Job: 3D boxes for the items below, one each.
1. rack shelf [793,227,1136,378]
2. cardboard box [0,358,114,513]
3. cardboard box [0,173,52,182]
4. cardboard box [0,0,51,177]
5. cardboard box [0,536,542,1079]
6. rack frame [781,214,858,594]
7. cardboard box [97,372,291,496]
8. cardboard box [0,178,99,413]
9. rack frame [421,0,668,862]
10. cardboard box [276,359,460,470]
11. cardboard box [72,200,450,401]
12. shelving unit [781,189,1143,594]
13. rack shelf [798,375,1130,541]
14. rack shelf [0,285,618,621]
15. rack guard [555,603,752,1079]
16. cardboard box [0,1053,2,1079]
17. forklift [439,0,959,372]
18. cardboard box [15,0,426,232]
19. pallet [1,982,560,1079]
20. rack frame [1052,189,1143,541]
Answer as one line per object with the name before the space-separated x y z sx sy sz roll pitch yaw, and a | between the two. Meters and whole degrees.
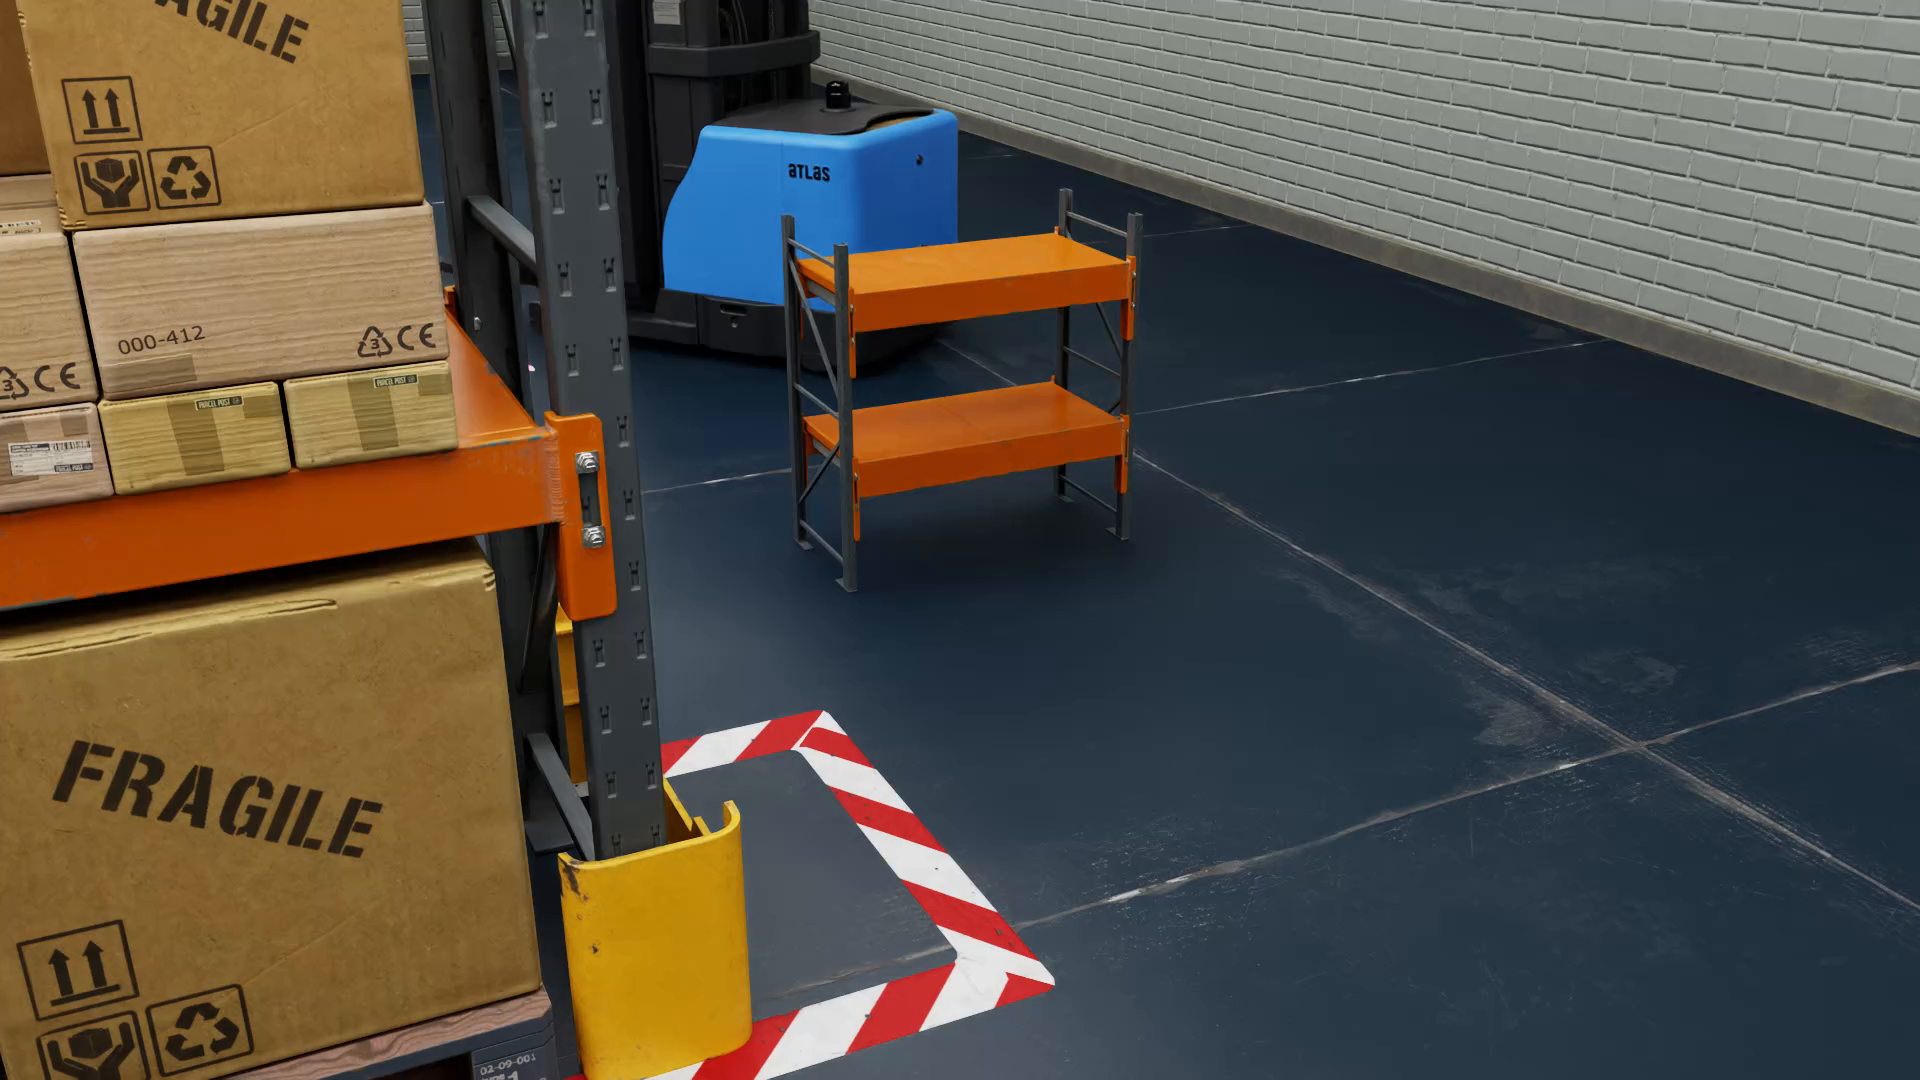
rack shelf | 0.006 -0.791 5.426 1.000 0.278 0.538 -10 25 -24
cardboard box | -1.466 -0.176 2.582 0.250 0.149 0.380 -10 25 -23
cardboard box | -1.841 -0.543 2.947 0.500 0.250 0.500 -11 25 -24
cardboard box | -1.826 -0.895 2.817 0.500 0.500 0.500 -11 25 -25
cardboard box | -1.368 0.372 3.159 0.875 0.875 0.875 -10 25 -24
rack frame | -0.452 -0.437 5.334 0.032 1.125 0.500 -10 25 -24
cardboard box | -1.238 -0.218 2.682 0.250 0.149 0.380 -10 25 -23
cardboard box | -1.605 -0.362 2.510 0.500 0.250 0.500 -11 25 -25
rack frame | -0.826 -0.550 3.156 0.127 3.000 1.000 -10 25 -24
cardboard box | -1.004 -0.261 2.788 0.250 0.149 0.380 -10 24 -23
cardboard box | -1.148 -0.446 2.713 0.500 0.250 0.500 -11 25 -24
shelving unit | 0.006 -0.521 5.538 1.048 1.125 0.538 -10 25 -24
rack shelf | 0.006 -0.295 5.631 1.000 0.278 0.538 -10 25 -24
rack shelf | -2.628 0.114 2.493 4.000 0.370 1.077 -10 25 -24
rack guard | -0.805 0.601 3.644 0.348 0.500 1.175 -10 25 -24
cardboard box | -2.188 0.523 2.795 0.875 0.875 0.875 -10 25 -24
forklift | -1.537 -2.497 7.951 3.031 2.935 1.130 12 25 26
cardboard box | -1.151 -0.793 2.571 0.500 0.500 0.500 -10 25 -23
pallet | -1.513 0.898 3.304 1.213 0.211 1.003 -10 25 -24
rack frame | 0.464 -0.605 5.741 0.032 1.125 0.500 -10 25 -24
